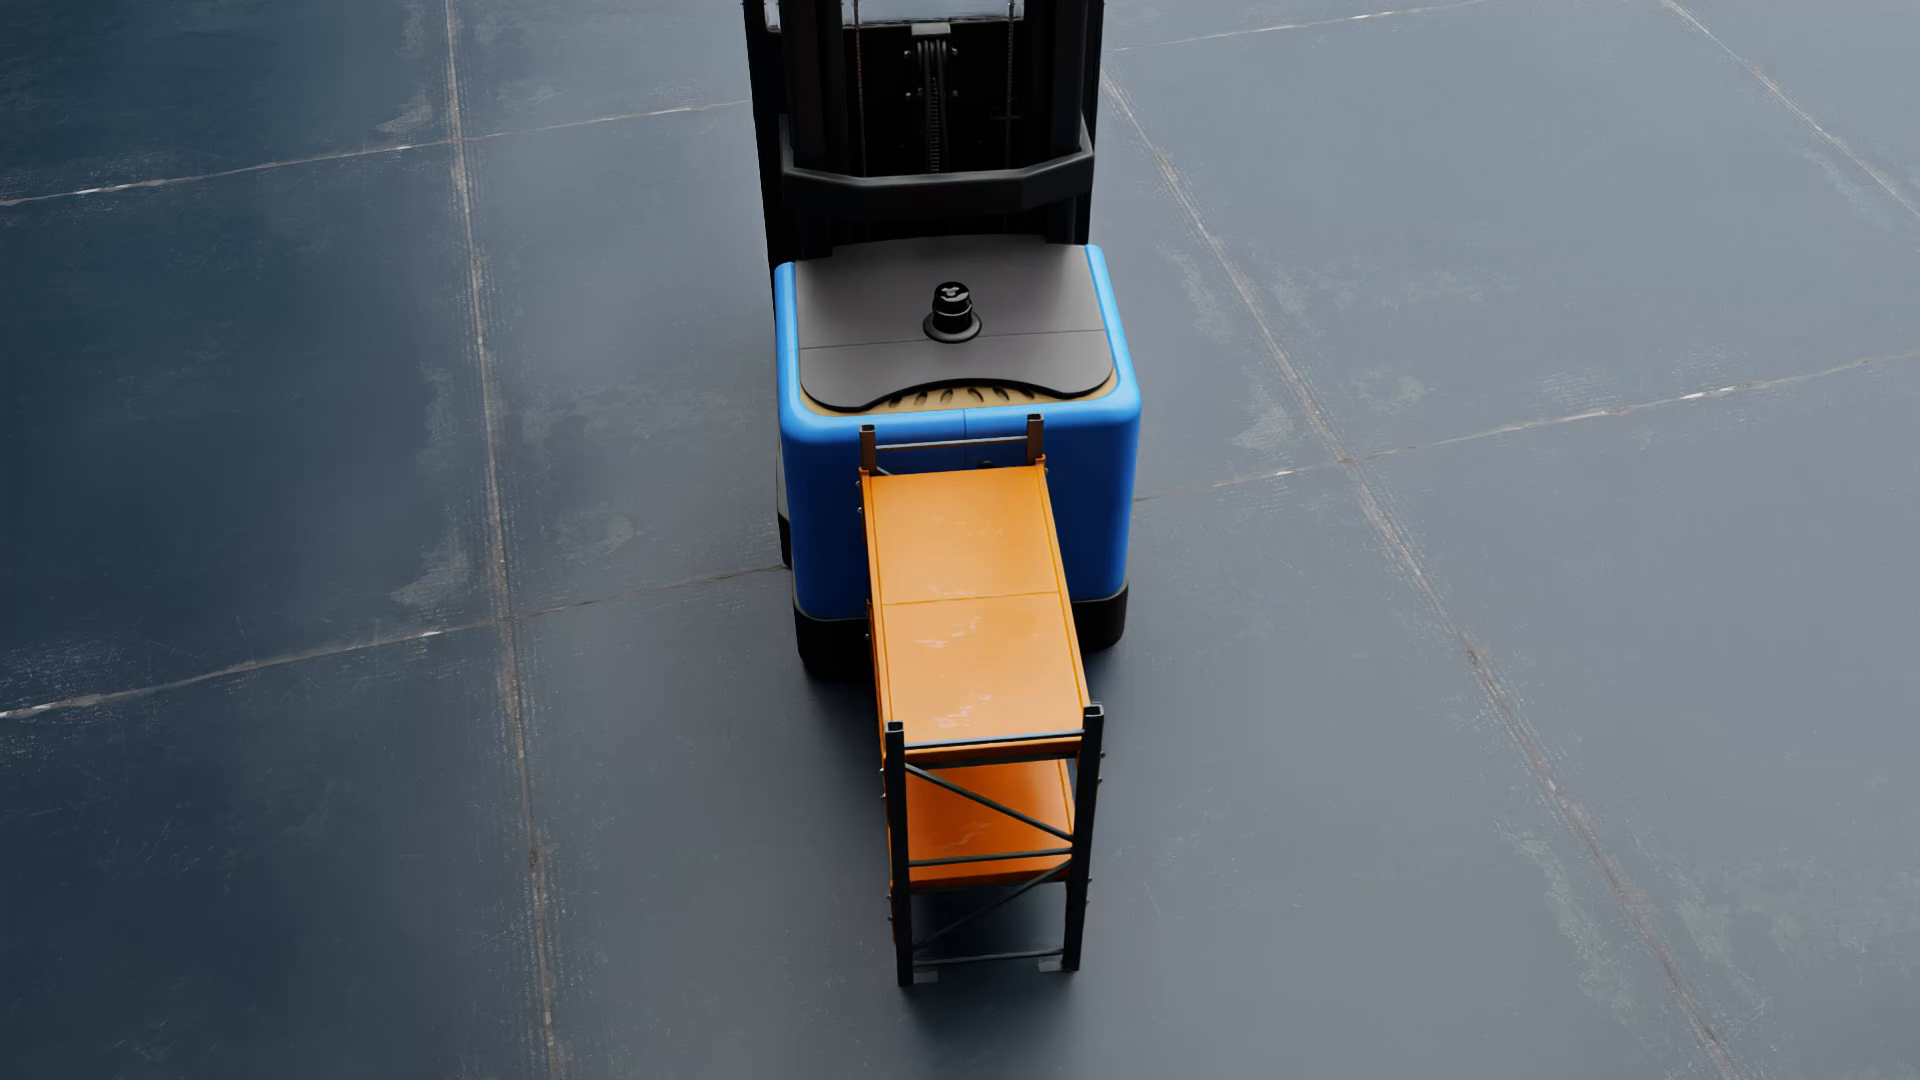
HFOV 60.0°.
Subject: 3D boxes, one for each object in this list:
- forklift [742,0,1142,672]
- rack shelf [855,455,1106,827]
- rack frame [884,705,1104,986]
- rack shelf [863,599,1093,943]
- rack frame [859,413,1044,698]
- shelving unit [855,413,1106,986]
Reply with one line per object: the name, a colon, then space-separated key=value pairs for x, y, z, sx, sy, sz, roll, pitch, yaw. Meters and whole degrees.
forklift: x=-0.133 y=-1.666 z=5.331 sx=1.130 sy=2.935 sz=3.031 roll=-4 pitch=46 yaw=-4
rack shelf: x=0.028 y=0.233 z=4.324 sx=0.538 sy=0.278 sz=1.000 roll=-4 pitch=46 yaw=-4
rack frame: x=0.078 y=0.799 z=4.179 sx=0.500 sy=1.125 sz=0.032 roll=-4 pitch=46 yaw=-4
rack shelf: x=0.028 y=0.609 z=4.708 sx=0.538 sy=0.278 sz=1.000 roll=-4 pitch=46 yaw=-4
rack frame: x=-0.023 y=0.076 z=4.888 sx=0.500 sy=1.125 sz=0.032 roll=-4 pitch=46 yaw=-4
shelving unit: x=0.028 y=0.438 z=4.534 sx=0.538 sy=1.125 sz=1.048 roll=-4 pitch=46 yaw=-4
